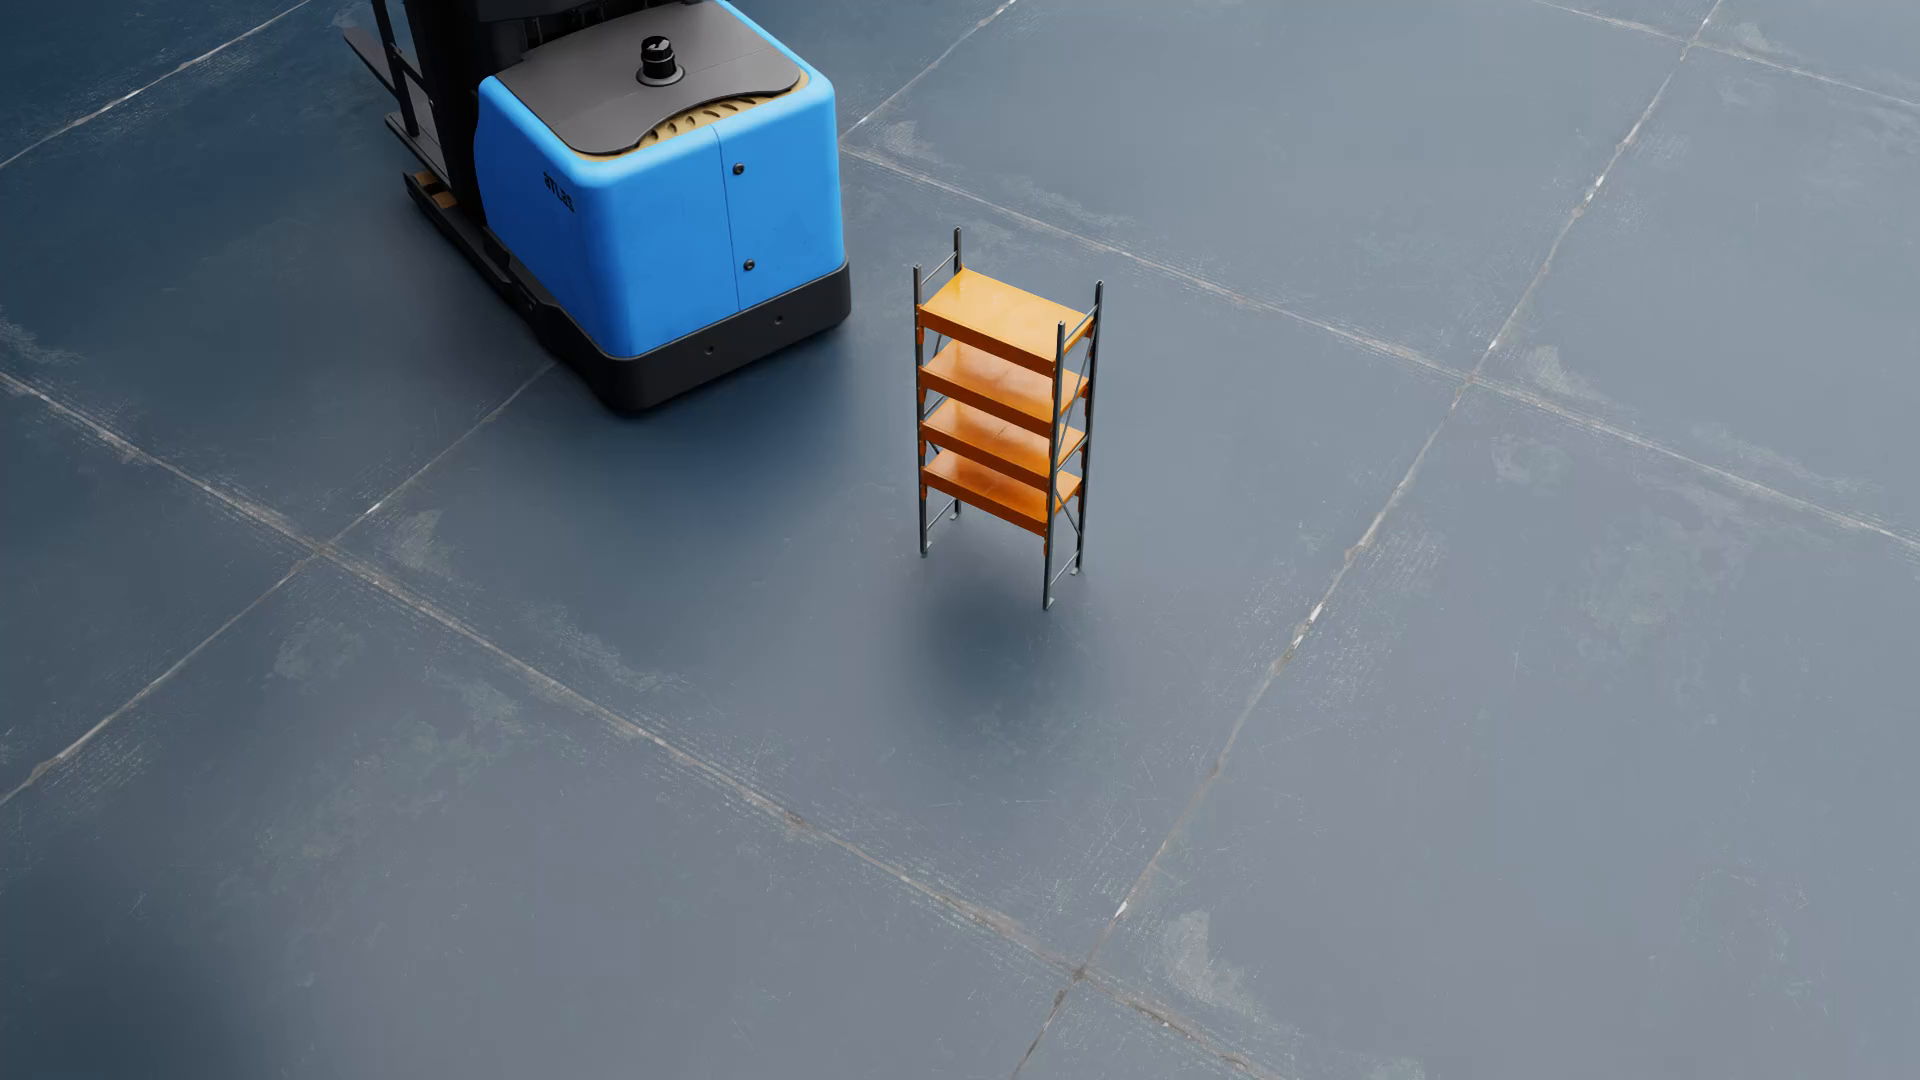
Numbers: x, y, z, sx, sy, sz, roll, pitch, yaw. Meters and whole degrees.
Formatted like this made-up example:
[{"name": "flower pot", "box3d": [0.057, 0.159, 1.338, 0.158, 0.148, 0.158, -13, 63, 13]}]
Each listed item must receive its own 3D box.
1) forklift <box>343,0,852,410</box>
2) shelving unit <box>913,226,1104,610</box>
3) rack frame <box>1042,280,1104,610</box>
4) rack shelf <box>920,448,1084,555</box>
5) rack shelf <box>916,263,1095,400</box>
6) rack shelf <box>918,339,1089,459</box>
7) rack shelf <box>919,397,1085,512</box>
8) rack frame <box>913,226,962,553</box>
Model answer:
[{"name": "forklift", "box3d": [-1.706, -2.512, 6.147, 1.130, 2.935, 3.031, -28, 52, -25]}, {"name": "shelving unit", "box3d": [0.139, -0.354, 5.257, 0.503, 1.200, 0.258, 25, 51, 22]}, {"name": "rack frame", "box3d": [0.345, -0.260, 5.166, 0.015, 1.200, 0.240, 25, 51, 22]}, {"name": "rack shelf", "box3d": [0.139, -0.169, 5.448, 0.480, 0.148, 0.258, 25, 51, 22]}, {"name": "rack shelf", "box3d": [0.139, -0.628, 4.976, 0.480, 0.148, 0.258, 25, 51, 22]}, {"name": "rack shelf", "box3d": [0.139, -0.463, 5.145, 0.480, 0.148, 0.258, 25, 51, 22]}, {"name": "rack shelf", "box3d": [0.139, -0.307, 5.306, 0.480, 0.148, 0.258, 25, 51, 22]}, {"name": "rack frame", "box3d": [-0.066, -0.449, 5.349, 0.015, 1.200, 0.240, 25, 51, 22]}]
